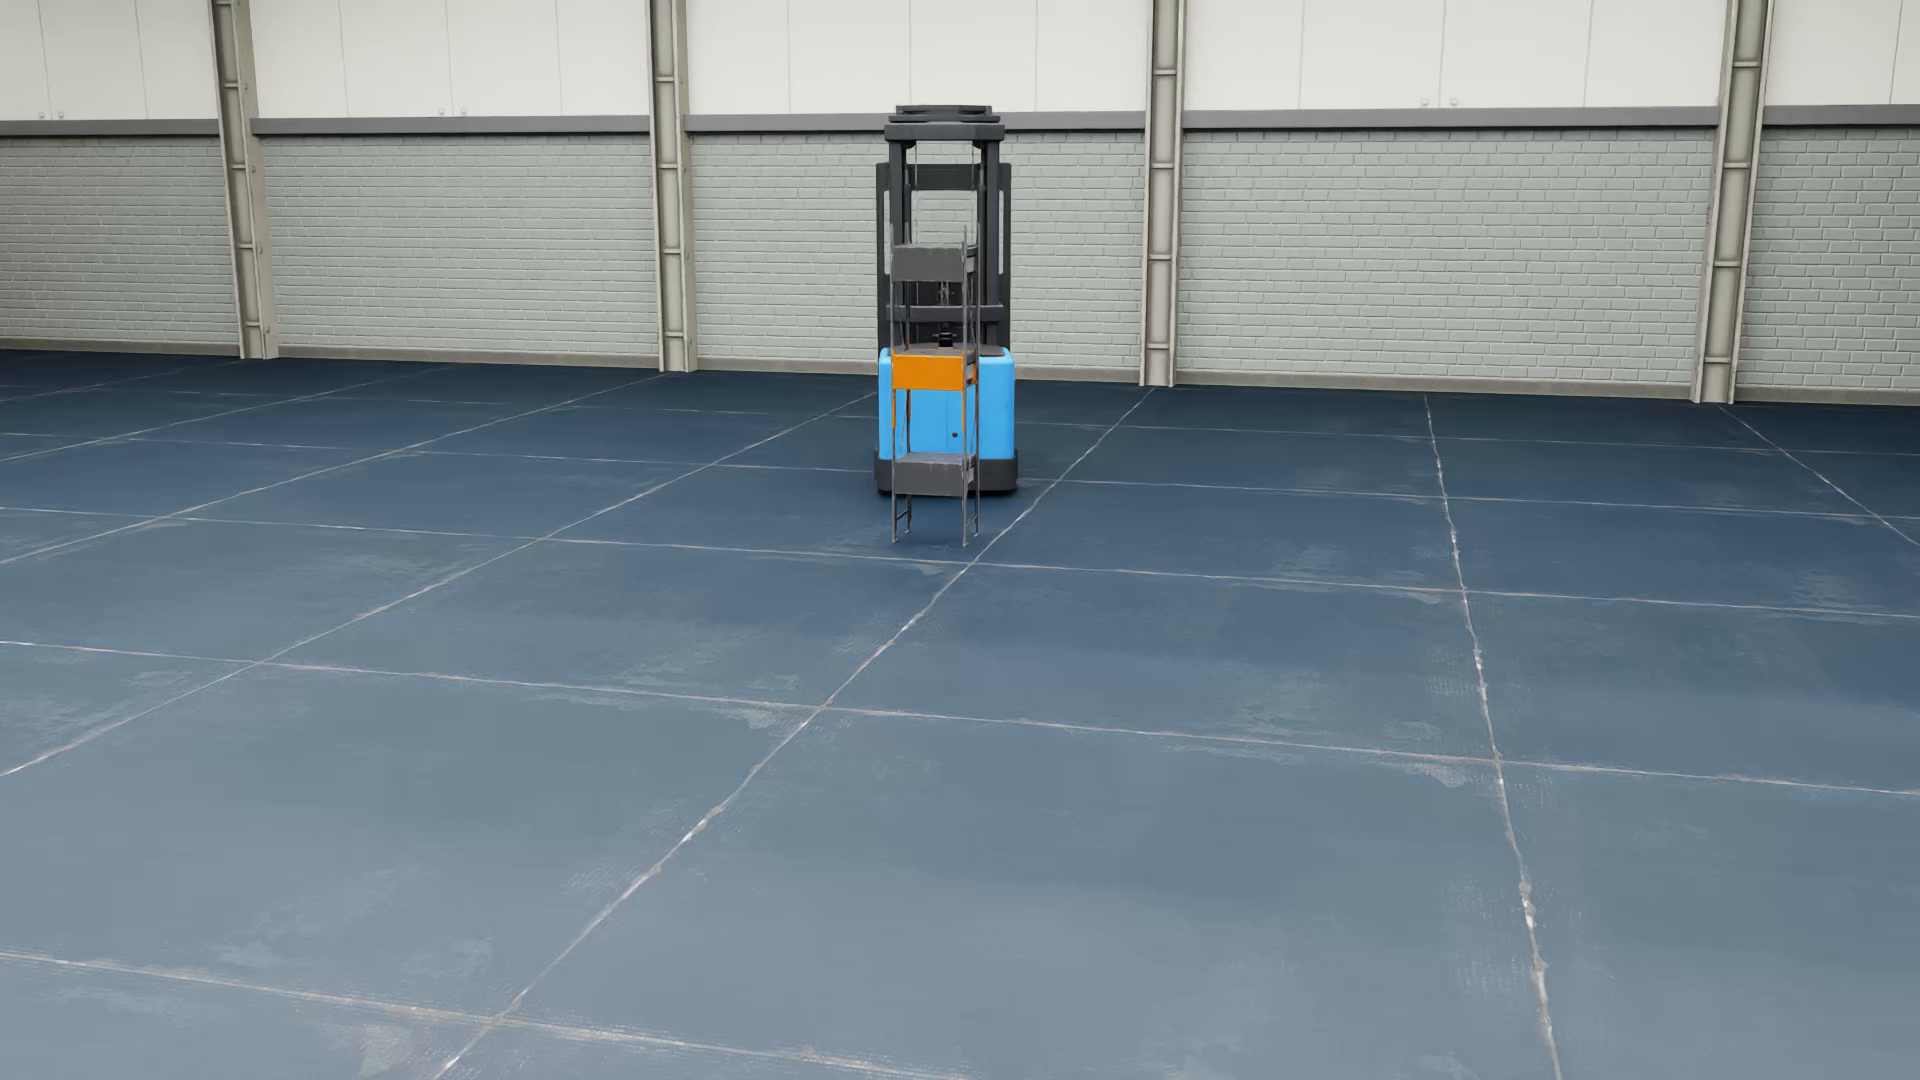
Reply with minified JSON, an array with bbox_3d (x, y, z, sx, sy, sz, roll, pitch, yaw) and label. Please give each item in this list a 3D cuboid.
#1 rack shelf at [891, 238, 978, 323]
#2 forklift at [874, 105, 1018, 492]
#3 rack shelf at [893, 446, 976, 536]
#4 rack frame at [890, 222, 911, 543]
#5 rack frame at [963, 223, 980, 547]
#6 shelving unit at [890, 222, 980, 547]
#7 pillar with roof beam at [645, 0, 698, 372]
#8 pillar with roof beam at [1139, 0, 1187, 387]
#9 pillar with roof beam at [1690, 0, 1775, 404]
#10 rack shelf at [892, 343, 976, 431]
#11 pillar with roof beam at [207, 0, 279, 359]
[{"bbox_3d":[-0.161,-1.704,10.896,0.480,0.518,0.431,3,13,14],"label":"rack shelf"},{"bbox_3d":[-0.139,-2.061,13.758,1.130,2.935,3.031,0,13,-2],"label":"forklift"},{"bbox_3d":[-0.161,-0.337,11.200,0.480,0.518,0.431,3,13,14],"label":"rack shelf"},{"bbox_3d":[-0.398,-1.046,11.102,0.015,2.100,0.400,3,13,14],"label":"rack frame"},{"bbox_3d":[0.076,-1.021,10.988,0.015,2.100,0.400,3,13,14],"label":"rack frame"},{"bbox_3d":[-0.161,-1.034,11.045,0.503,2.100,0.431,3,13,14],"label":"shelving unit"},{"bbox_3d":[-4.548,-5.612,15.751,0.400,9.000,9.100,3,13,14],"label":"pillar with roof beam"},{"bbox_3d":[1.277,-5.300,14.348,0.400,9.000,9.100,3,13,14],"label":"pillar with roof beam"},{"bbox_3d":[7.102,-4.989,12.945,0.400,9.000,9.100,3,13,14],"label":"pillar with roof beam"},{"bbox_3d":[-0.161,-1.020,11.048,0.480,0.518,0.431,3,13,14],"label":"rack shelf"},{"bbox_3d":[-10.373,-5.923,17.155,0.400,9.000,9.100,3,13,14],"label":"pillar with roof beam"}]
